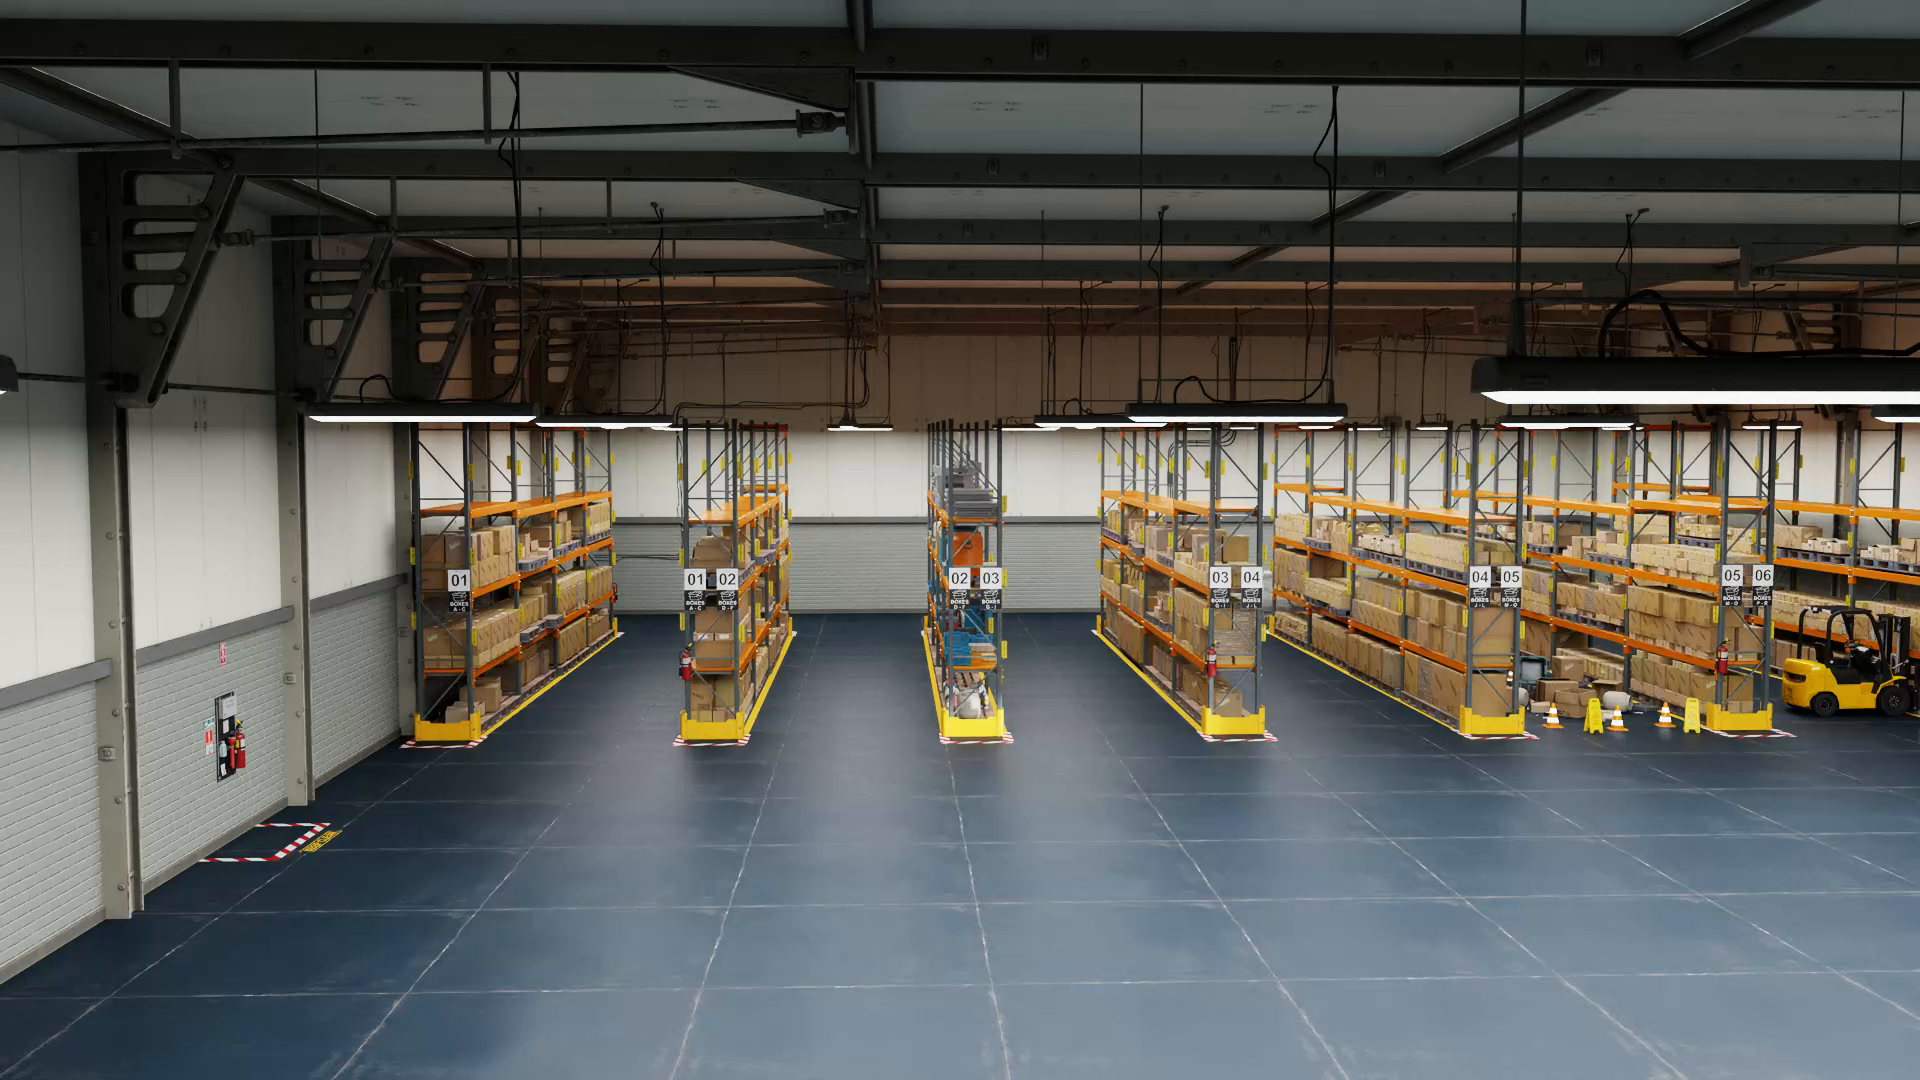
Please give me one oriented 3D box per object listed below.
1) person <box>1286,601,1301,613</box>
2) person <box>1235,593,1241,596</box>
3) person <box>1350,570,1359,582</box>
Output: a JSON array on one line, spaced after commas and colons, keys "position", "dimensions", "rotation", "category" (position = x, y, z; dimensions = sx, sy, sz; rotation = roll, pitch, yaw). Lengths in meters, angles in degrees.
[{"position": [9.861, 1.756, 49.161], "dimensions": [0.807, 1.598, 0.866], "rotation": [1, 4, 16], "category": "person"}, {"position": [7.796, 1.960, 46.020], "dimensions": [0.549, 1.631, 0.558], "rotation": [0, 4, -4], "category": "person"}, {"position": [11.651, 1.726, 49.134], "dimensions": [0.716, 1.773, 0.703], "rotation": [-1, 4, -10], "category": "person"}]
